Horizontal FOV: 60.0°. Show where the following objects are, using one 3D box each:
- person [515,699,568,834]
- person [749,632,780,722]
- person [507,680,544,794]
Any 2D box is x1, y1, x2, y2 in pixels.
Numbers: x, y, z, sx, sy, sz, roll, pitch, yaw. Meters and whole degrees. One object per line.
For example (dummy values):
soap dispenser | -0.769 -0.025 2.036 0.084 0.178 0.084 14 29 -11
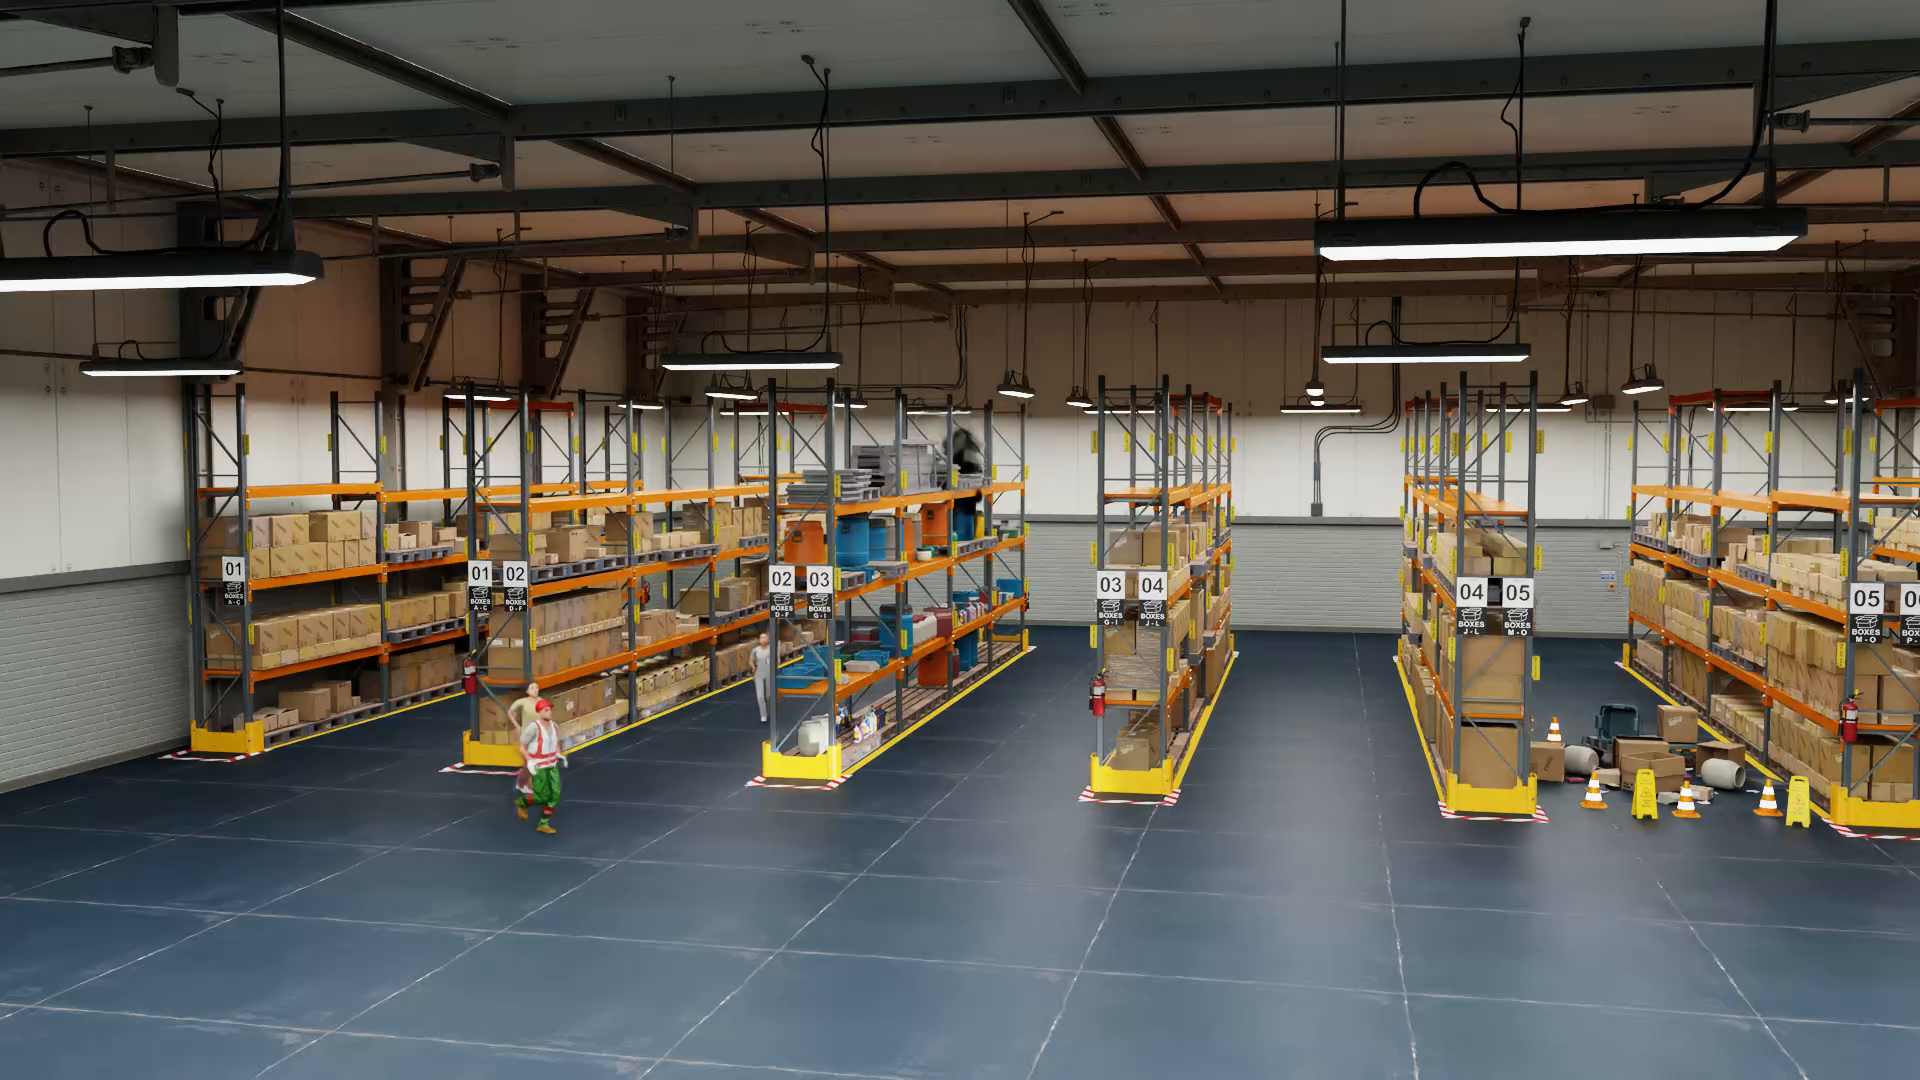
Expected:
person | -5.444 2.913 21.499 0.630 1.736 0.646 2 4 34
person | -3.542 2.468 30.070 0.561 1.621 0.584 0 3 0
person | -6.058 2.834 23.576 0.717 1.725 0.546 3 4 41
